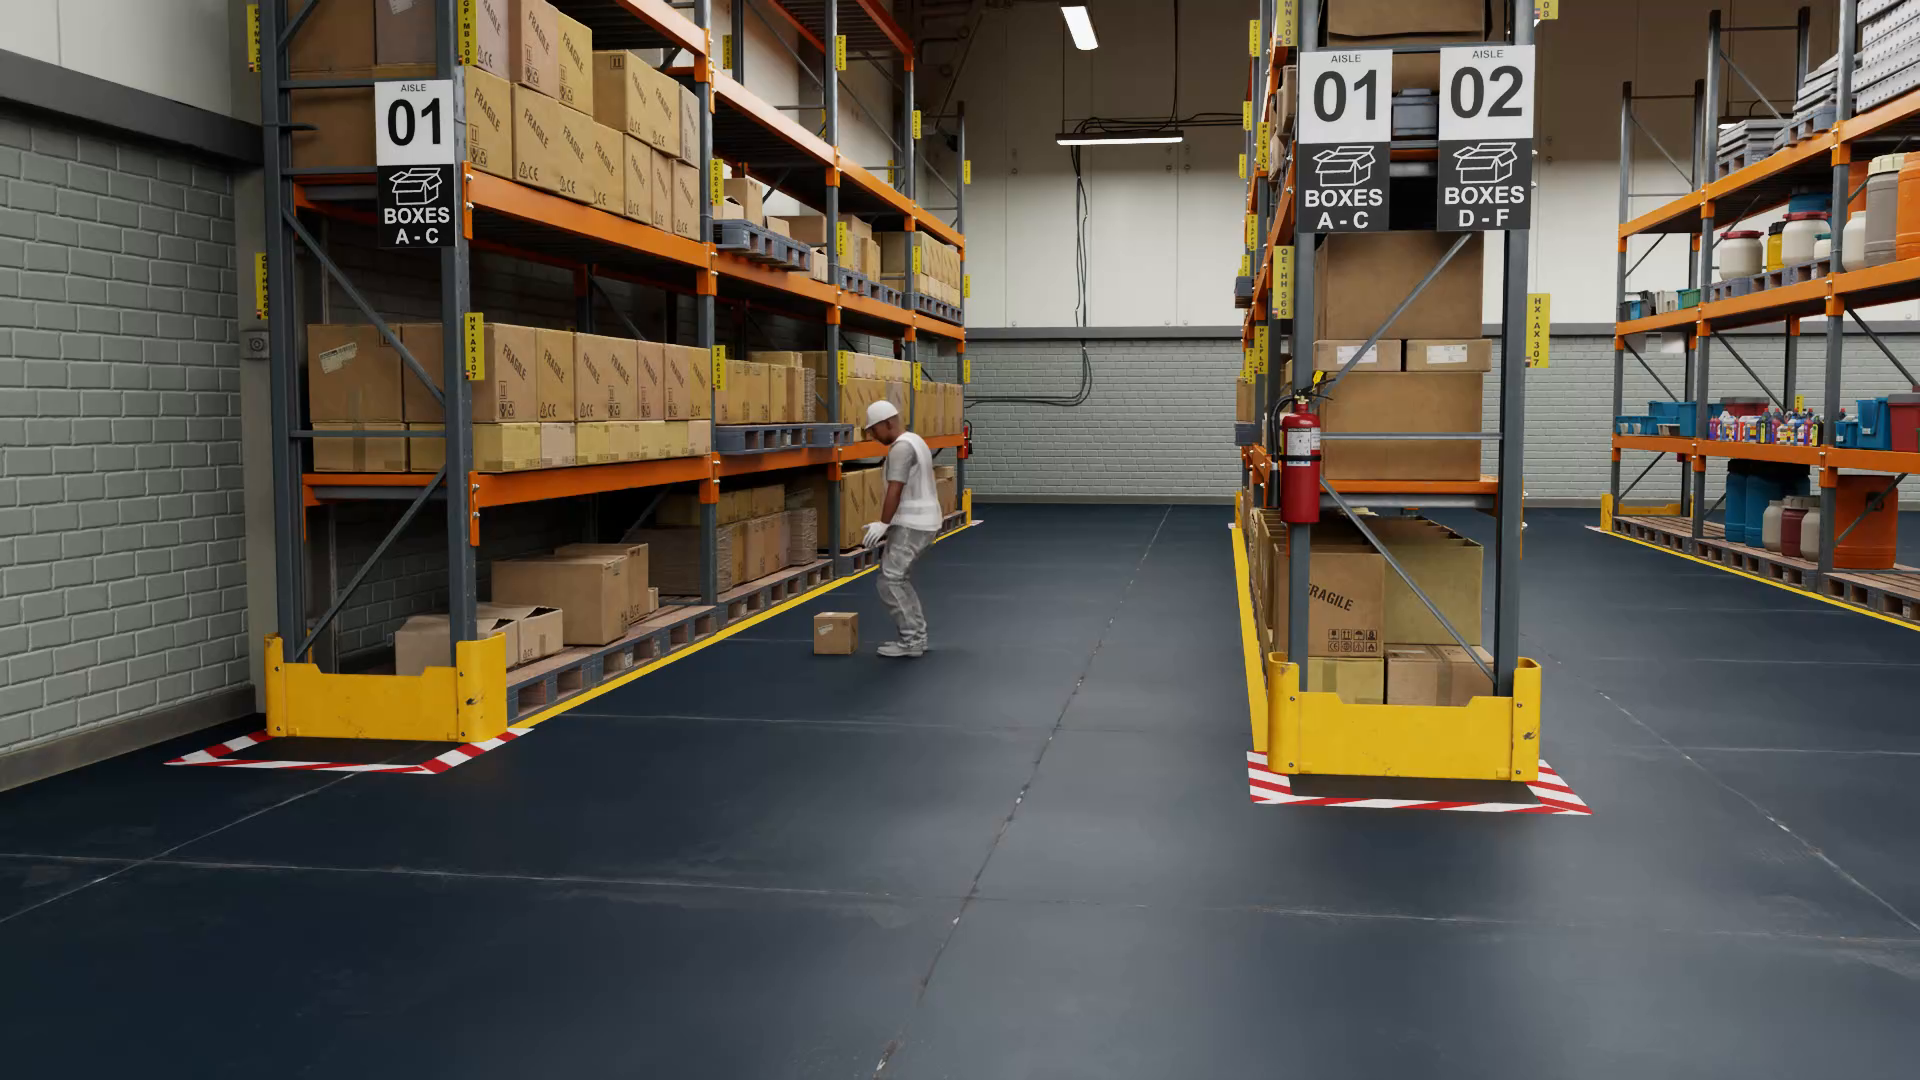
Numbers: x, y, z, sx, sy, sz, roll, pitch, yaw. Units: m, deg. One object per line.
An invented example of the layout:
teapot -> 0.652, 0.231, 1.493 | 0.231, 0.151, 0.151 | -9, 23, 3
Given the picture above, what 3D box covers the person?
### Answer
person -> -0.403, -0.044, 11.076 | 0.606, 1.624, 0.598 | 1, 4, 10
